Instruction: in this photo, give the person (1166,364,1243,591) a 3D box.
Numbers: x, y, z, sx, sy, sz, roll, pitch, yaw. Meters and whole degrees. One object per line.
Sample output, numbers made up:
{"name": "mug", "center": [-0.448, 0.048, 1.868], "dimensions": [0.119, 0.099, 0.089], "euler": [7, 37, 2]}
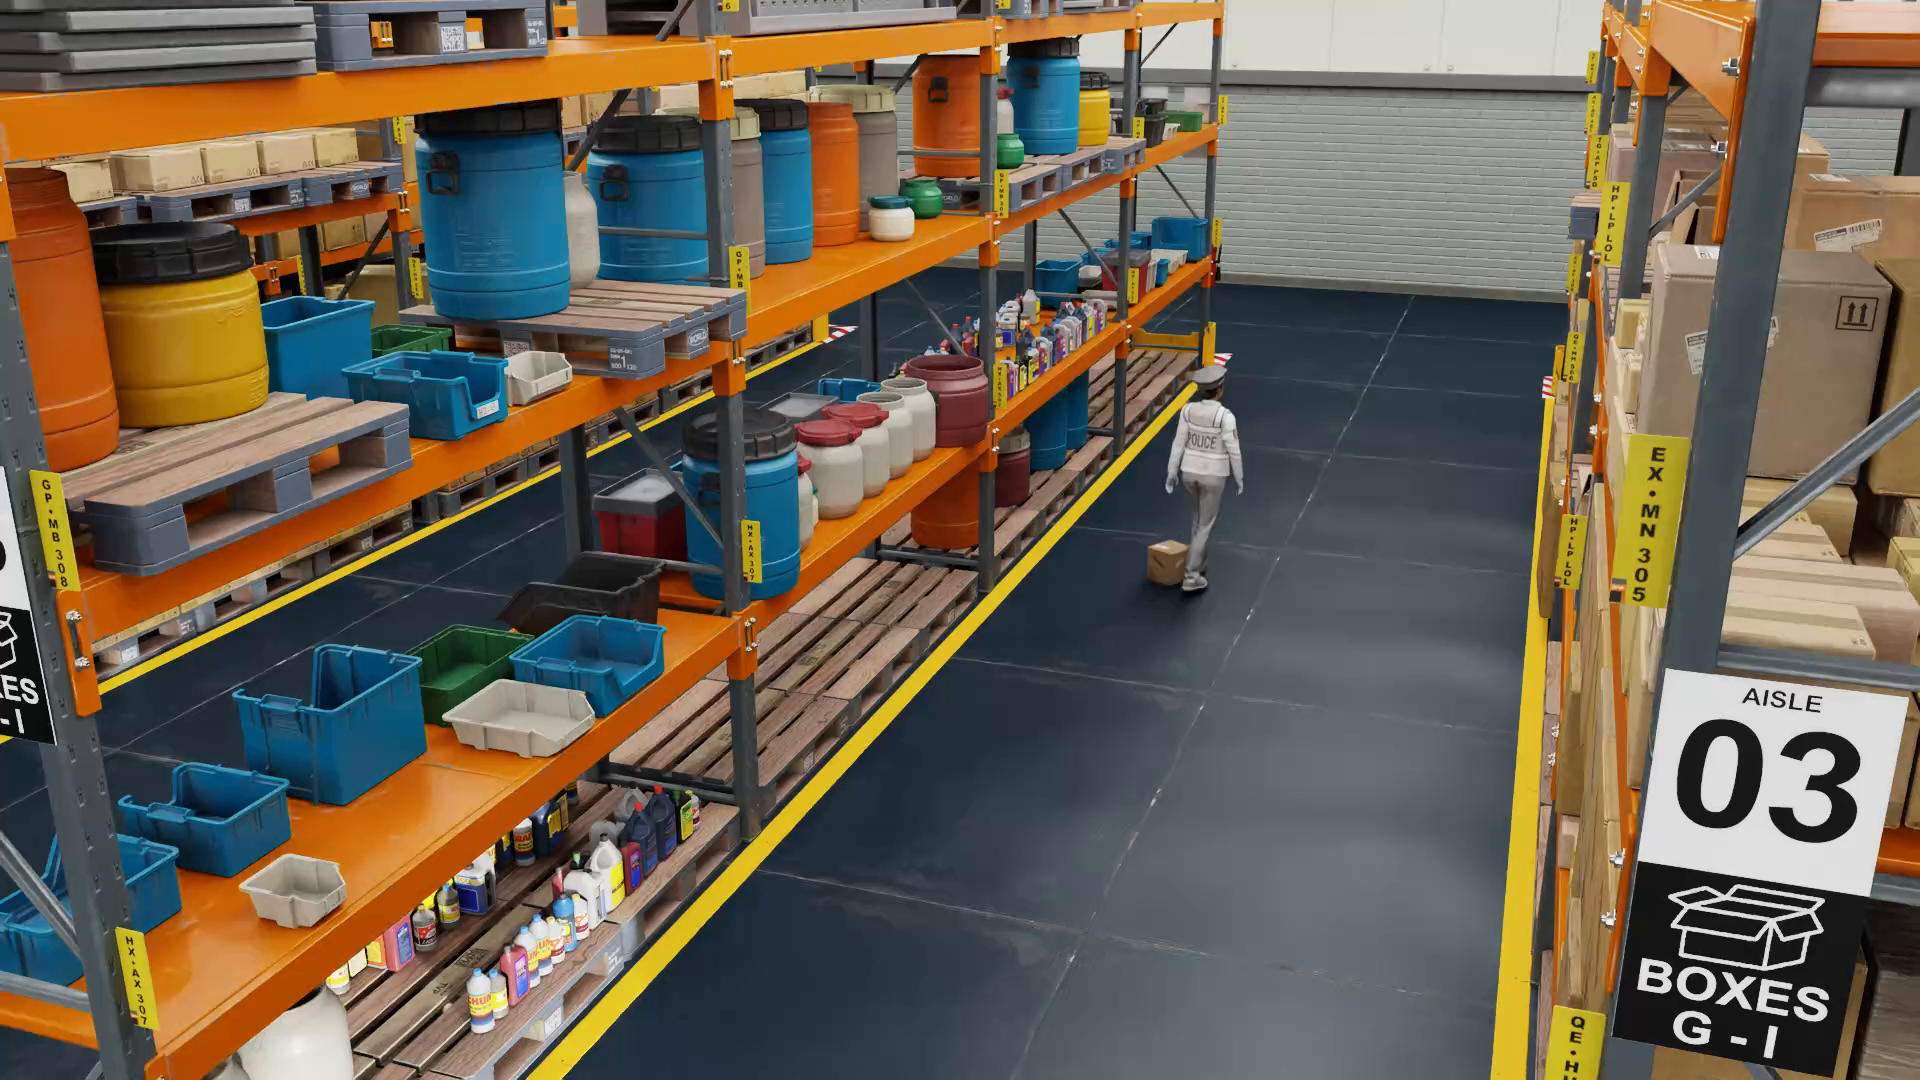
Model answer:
{"name": "person", "center": [1.818, -0.443, 12.374], "dimensions": [0.554, 1.735, 0.621], "euler": [15, 24, 37]}
